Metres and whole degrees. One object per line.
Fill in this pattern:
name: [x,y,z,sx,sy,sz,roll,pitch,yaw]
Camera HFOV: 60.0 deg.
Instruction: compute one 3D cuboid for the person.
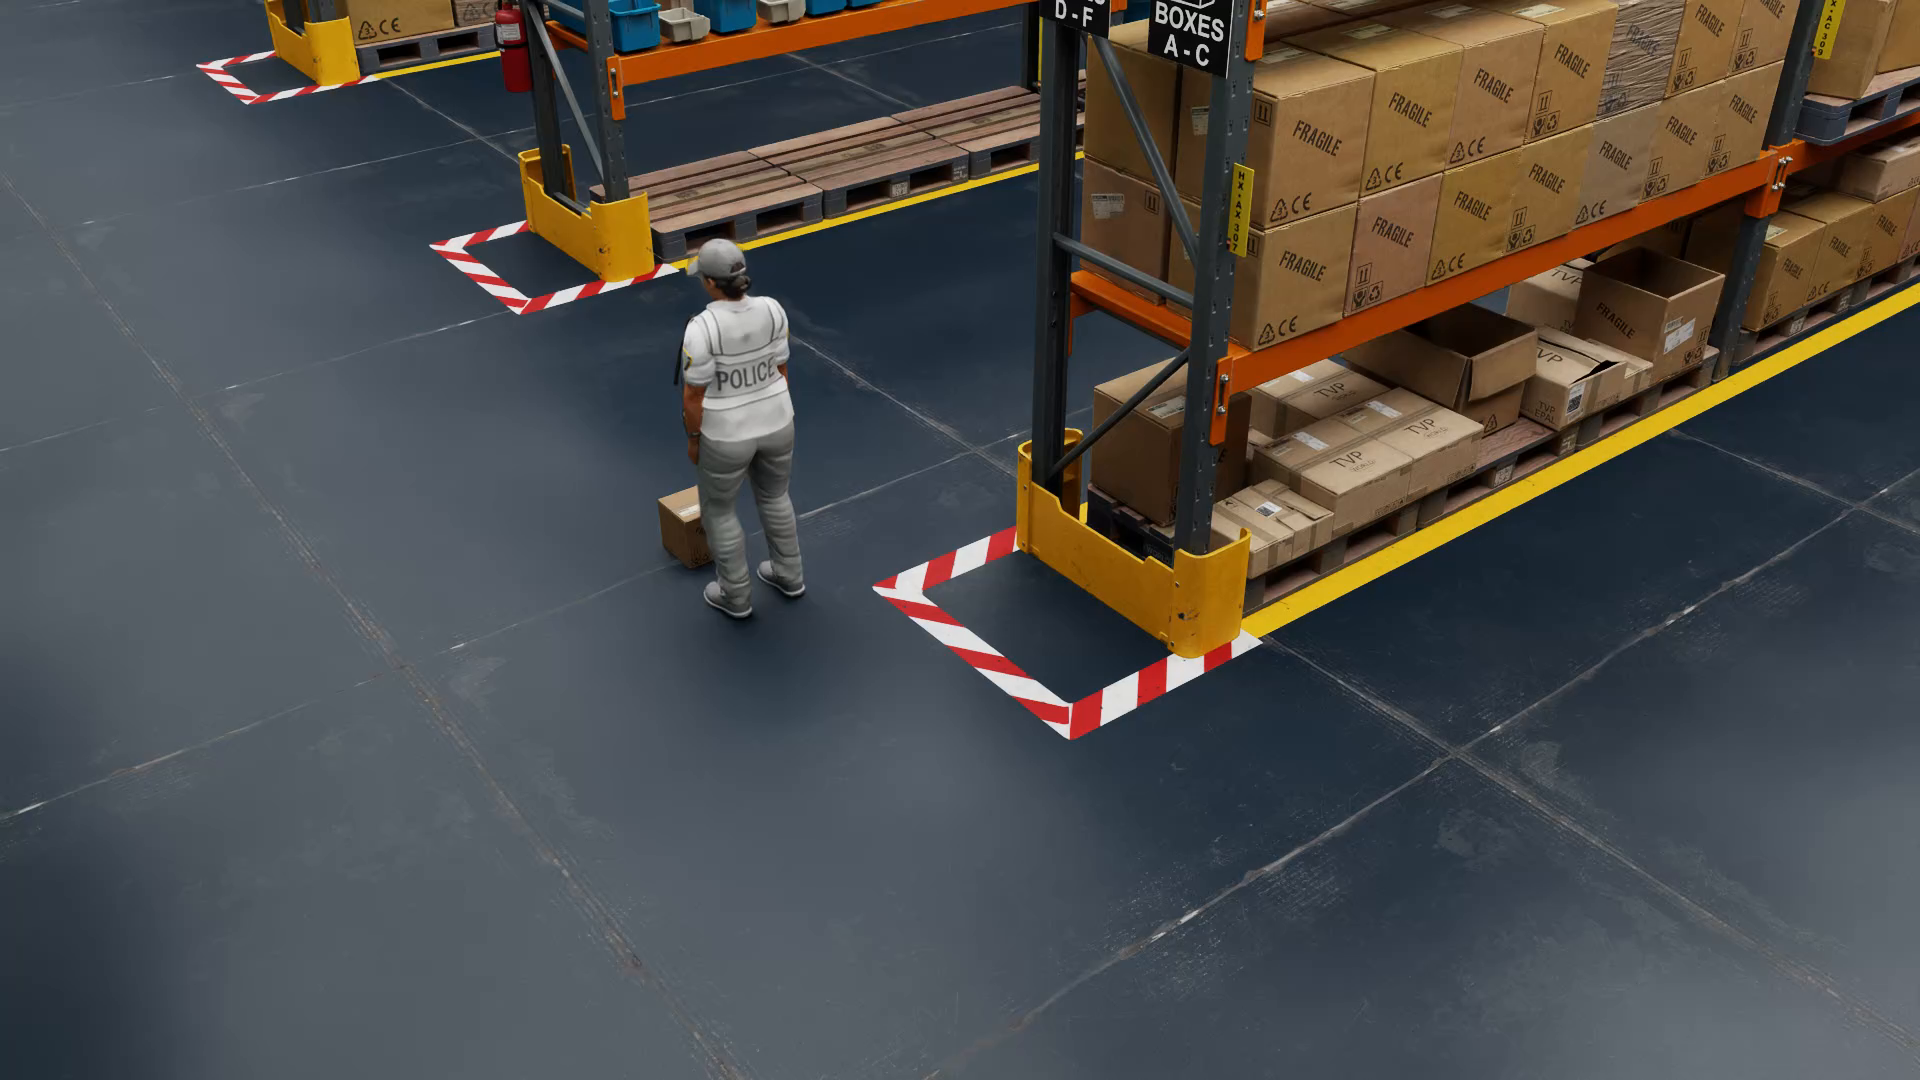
person: [-0.920,-0.452,6.858,0.470,1.659,0.390,-22,38,-30]
